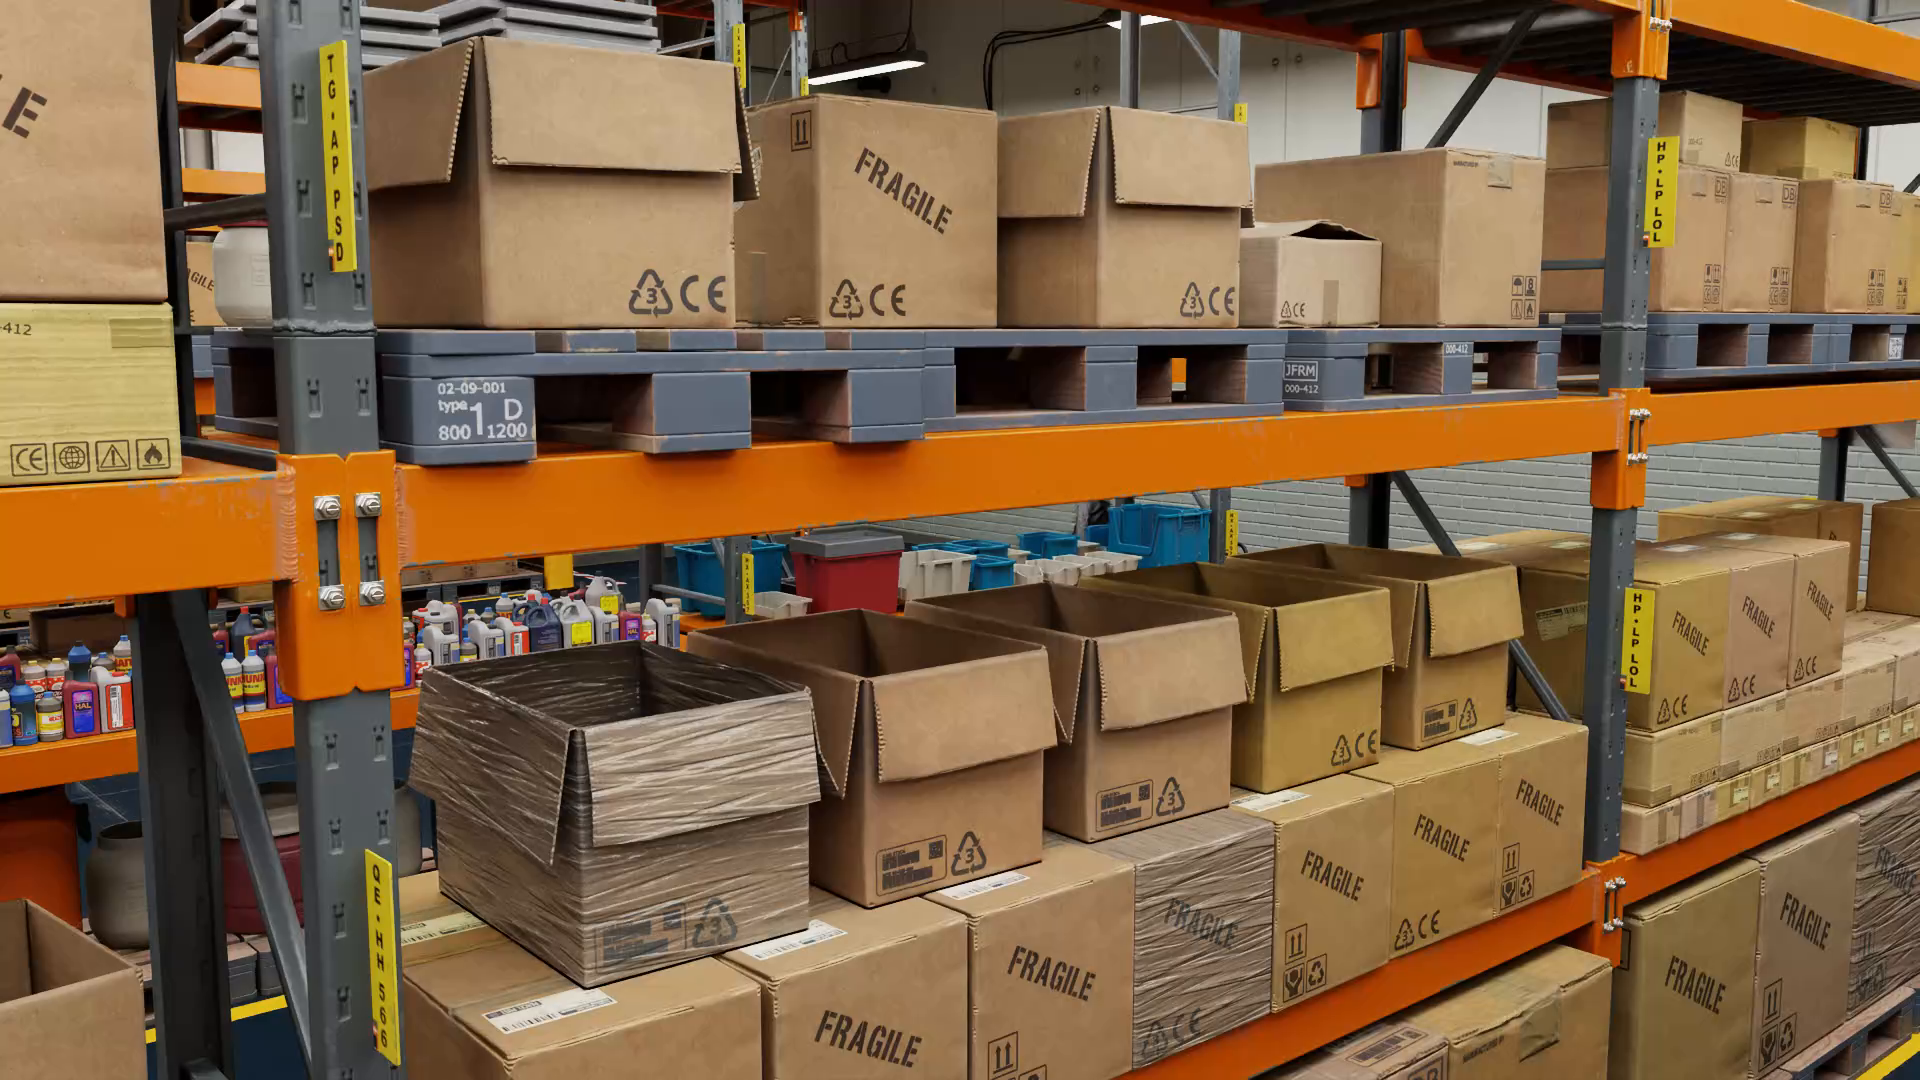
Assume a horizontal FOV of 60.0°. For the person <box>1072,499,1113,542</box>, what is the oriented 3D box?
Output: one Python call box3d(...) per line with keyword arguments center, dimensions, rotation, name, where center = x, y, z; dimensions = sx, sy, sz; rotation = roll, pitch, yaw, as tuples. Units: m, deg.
box3d(center=(1.238, 0.090, 16.026), dimensions=(0.466, 1.719, 0.573), rotation=(2, 8, 15), name="person")
